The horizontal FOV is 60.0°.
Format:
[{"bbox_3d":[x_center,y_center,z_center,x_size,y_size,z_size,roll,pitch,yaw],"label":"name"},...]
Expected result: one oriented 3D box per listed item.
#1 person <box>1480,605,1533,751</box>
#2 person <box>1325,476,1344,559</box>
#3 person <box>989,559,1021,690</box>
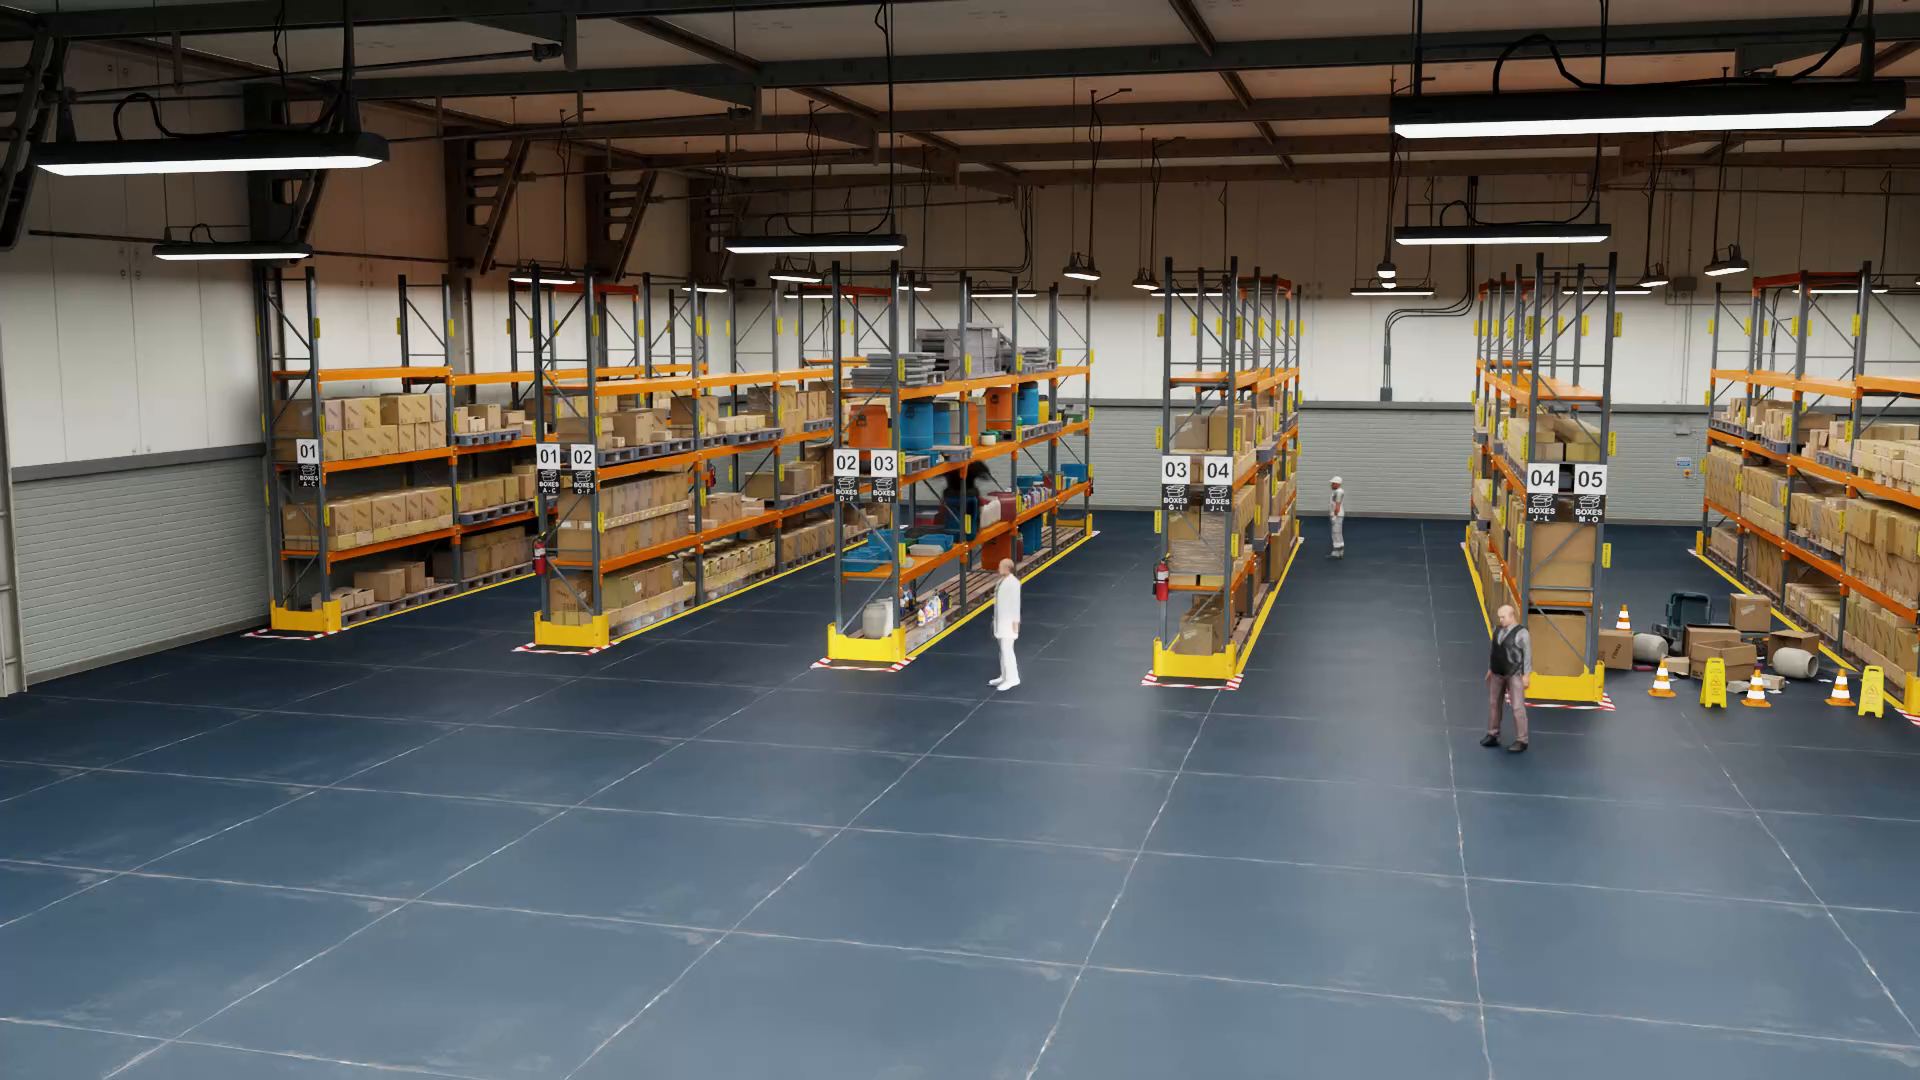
[{"bbox_3d":[6.532,1.629,19.919,0.420,1.718,0.586,-5,9,-34],"label":"person"},{"bbox_3d":[8.168,-0.487,36.228,0.389,1.804,0.633,2,7,13],"label":"person"},{"bbox_3d":[0.614,1.177,23.368,0.393,1.827,0.635,-2,8,-19],"label":"person"}]
